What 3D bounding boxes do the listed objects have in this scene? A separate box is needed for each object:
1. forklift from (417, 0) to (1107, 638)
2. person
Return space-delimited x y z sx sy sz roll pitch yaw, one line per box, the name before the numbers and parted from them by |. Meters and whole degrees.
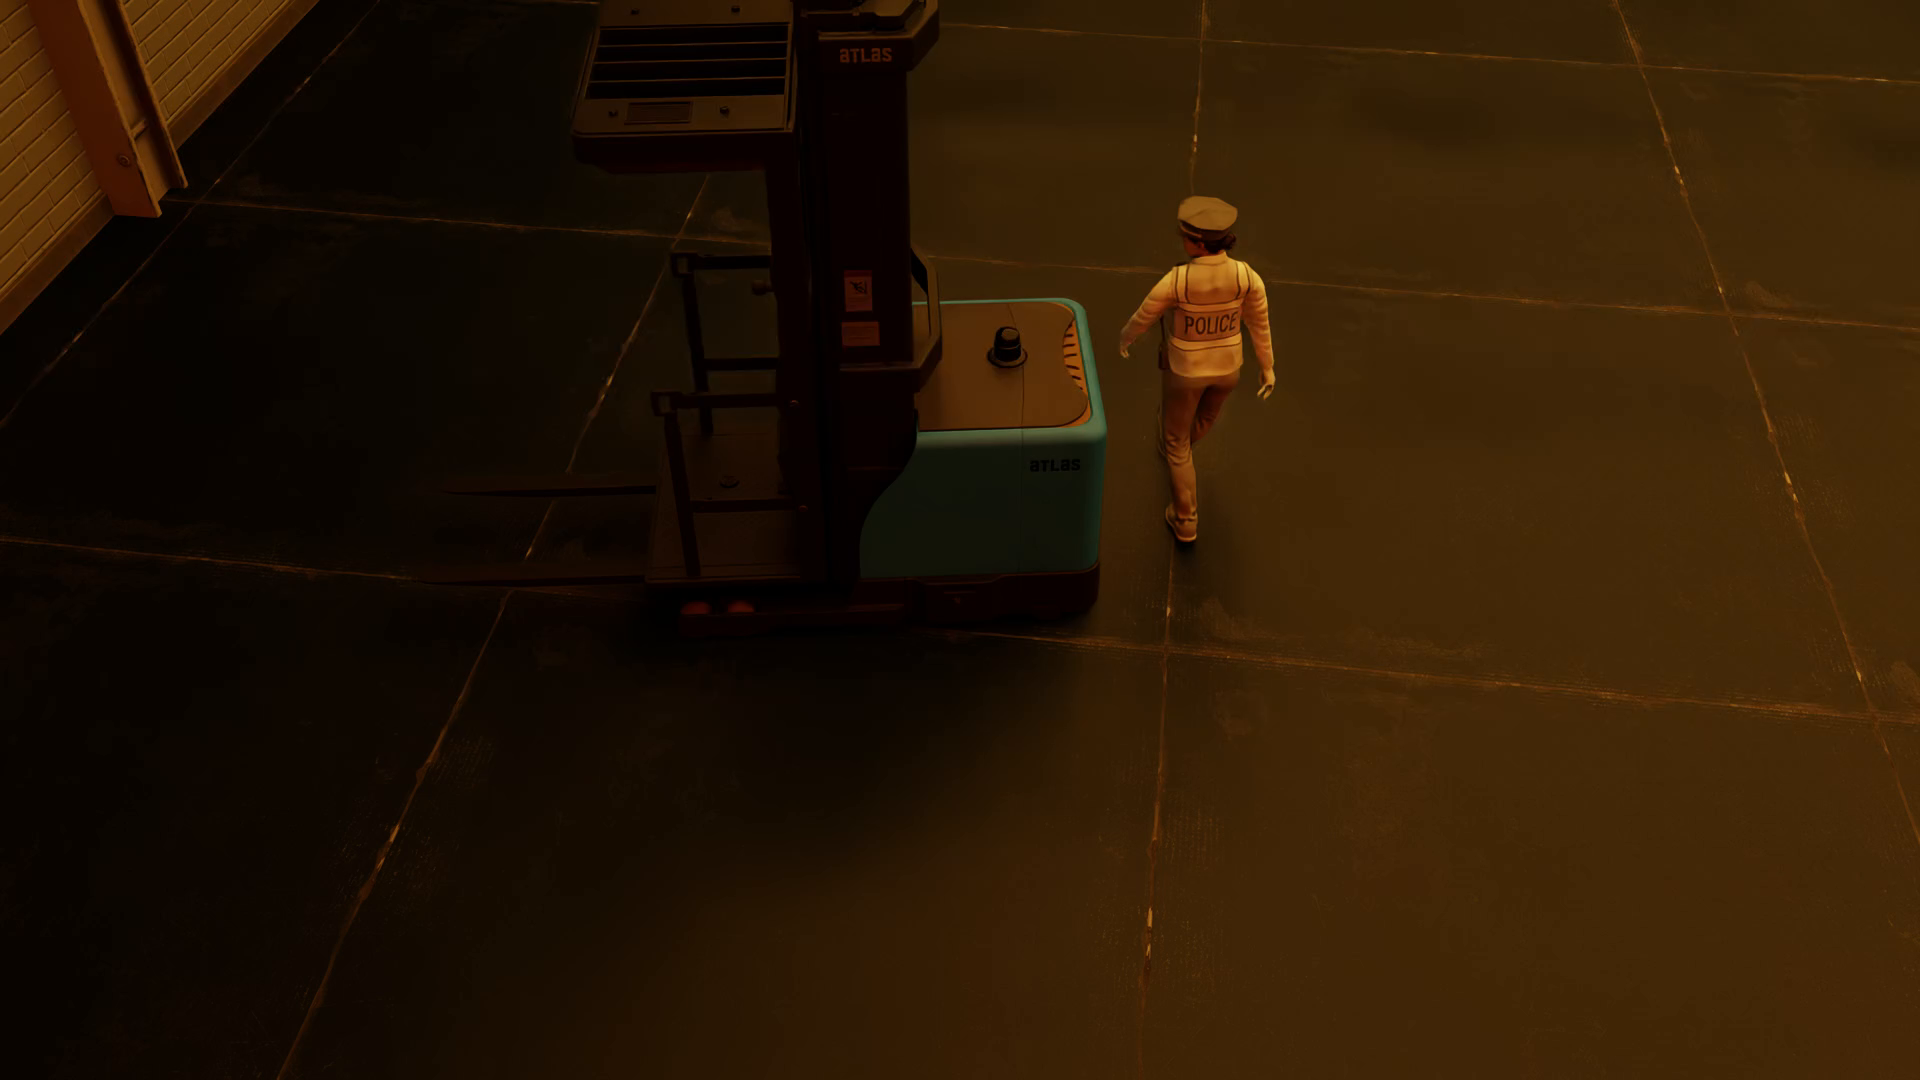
forklift | -0.913 -1.013 6.827 3.031 2.935 1.130 -2 43 -2
person | 1.076 -0.864 7.638 0.658 1.624 0.857 -8 43 -9
